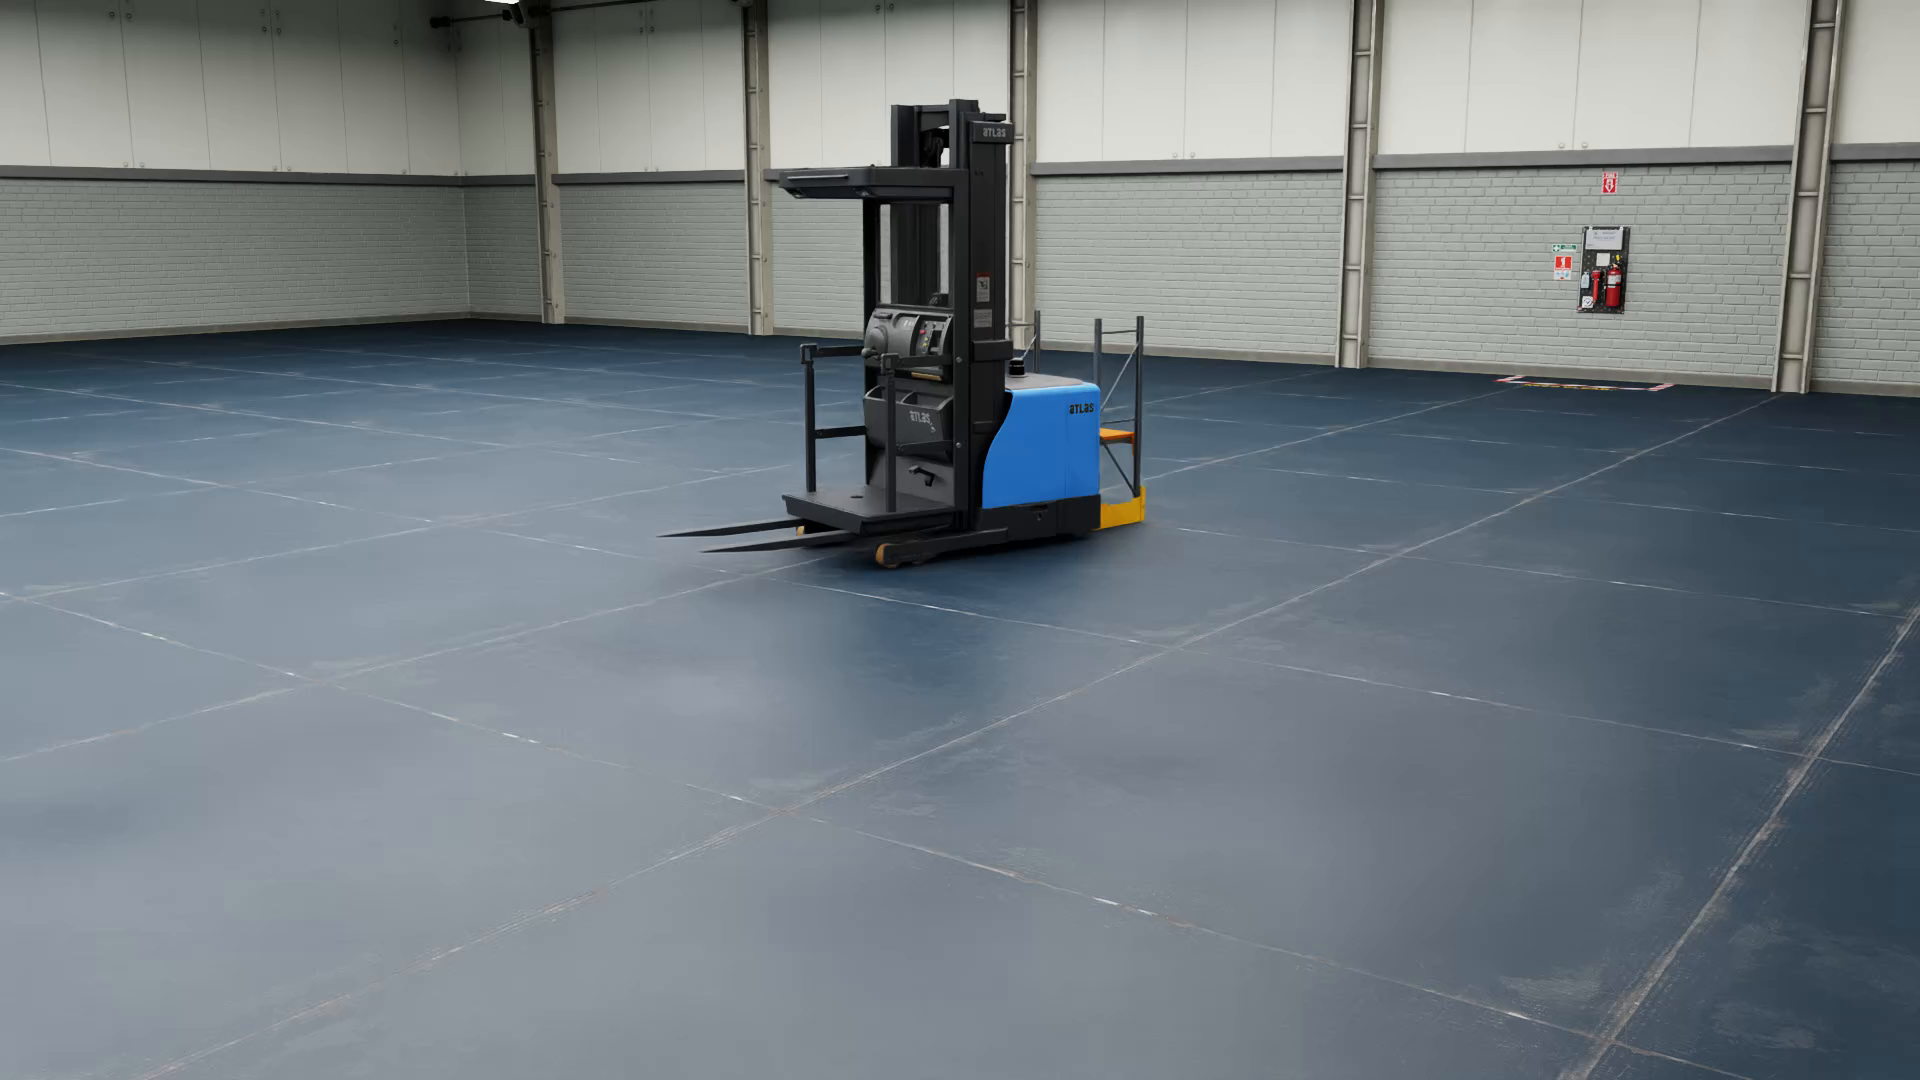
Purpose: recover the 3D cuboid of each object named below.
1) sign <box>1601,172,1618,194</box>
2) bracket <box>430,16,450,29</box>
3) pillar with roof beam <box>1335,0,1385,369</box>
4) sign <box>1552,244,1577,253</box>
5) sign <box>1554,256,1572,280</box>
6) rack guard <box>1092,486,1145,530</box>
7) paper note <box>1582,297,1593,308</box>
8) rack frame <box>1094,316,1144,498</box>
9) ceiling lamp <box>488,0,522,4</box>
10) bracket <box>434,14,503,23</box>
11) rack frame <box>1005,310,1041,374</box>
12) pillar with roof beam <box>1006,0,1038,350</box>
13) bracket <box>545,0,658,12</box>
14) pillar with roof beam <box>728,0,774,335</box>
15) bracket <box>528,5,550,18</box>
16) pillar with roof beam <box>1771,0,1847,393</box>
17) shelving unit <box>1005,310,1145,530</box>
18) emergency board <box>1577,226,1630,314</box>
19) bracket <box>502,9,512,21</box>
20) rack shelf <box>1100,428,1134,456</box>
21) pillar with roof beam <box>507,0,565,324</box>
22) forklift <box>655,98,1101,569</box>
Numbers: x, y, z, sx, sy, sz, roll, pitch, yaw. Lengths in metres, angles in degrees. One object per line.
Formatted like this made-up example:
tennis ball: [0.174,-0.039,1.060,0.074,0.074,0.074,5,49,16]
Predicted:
sign: [8.782,-4.826,22.477,0.199,0.298,0.001,8,13,36]
bracket: [-11.100,-11.058,35.521,0.430,0.232,0.235,8,13,36]
pillar with roof beam: [3.315,-6.349,20.658,0.400,9.000,9.100,8,13,36]
sign: [8.344,-4.026,22.954,0.331,0.109,0.001,8,13,36]
sign: [8.345,-3.768,23.014,0.234,0.329,0.001,8,13,36]
rack guard: [1.133,-0.234,12.083,0.587,0.250,0.087,-10,15,-43]
paper note: [8.628,-3.270,22.855,0.142,0.148,0.016,8,13,36]
rack frame: [1.134,-0.848,11.964,0.500,1.500,0.032,-10,15,-43]
ceiling lamp: [-8.467,-10.704,27.800,0.800,3.185,2.000,8,13,36]
bracket: [-10.624,-10.992,35.178,3.189,0.066,0.076,8,13,36]
rack frame: [0.427,-0.987,12.680,0.500,1.500,0.032,-10,15,-43]
pillar with roof beam: [-1.521,-7.024,24.145,0.400,9.000,9.100,8,13,36]
bracket: [-6.444,-10.409,32.164,4.783,0.066,0.076,8,13,36]
pillar with roof beam: [-6.357,-7.699,27.632,0.548,9.000,9.100,8,13,36]
bracket: [-8.521,-10.698,33.661,0.430,0.232,0.235,8,13,36]
pillar with roof beam: [8.151,-5.675,17.171,0.400,9.000,9.100,8,13,36]
shelving unit: [0.787,-0.916,12.316,0.587,1.500,1.083,-10,15,-43]
emergency board: [8.730,-3.672,22.614,0.643,1.169,0.194,8,13,36]
bracket: [-9.190,-10.792,34.144,0.430,0.232,0.235,8,13,36]
rack shelf: [0.780,-0.741,12.356,0.538,0.185,1.000,-10,15,-43]
pillar with roof beam: [-11.193,-8.373,31.118,0.548,9.000,9.100,8,13,36]
forklift: [-0.512,-1.369,10.891,3.031,2.935,1.130,-8,13,-35]
